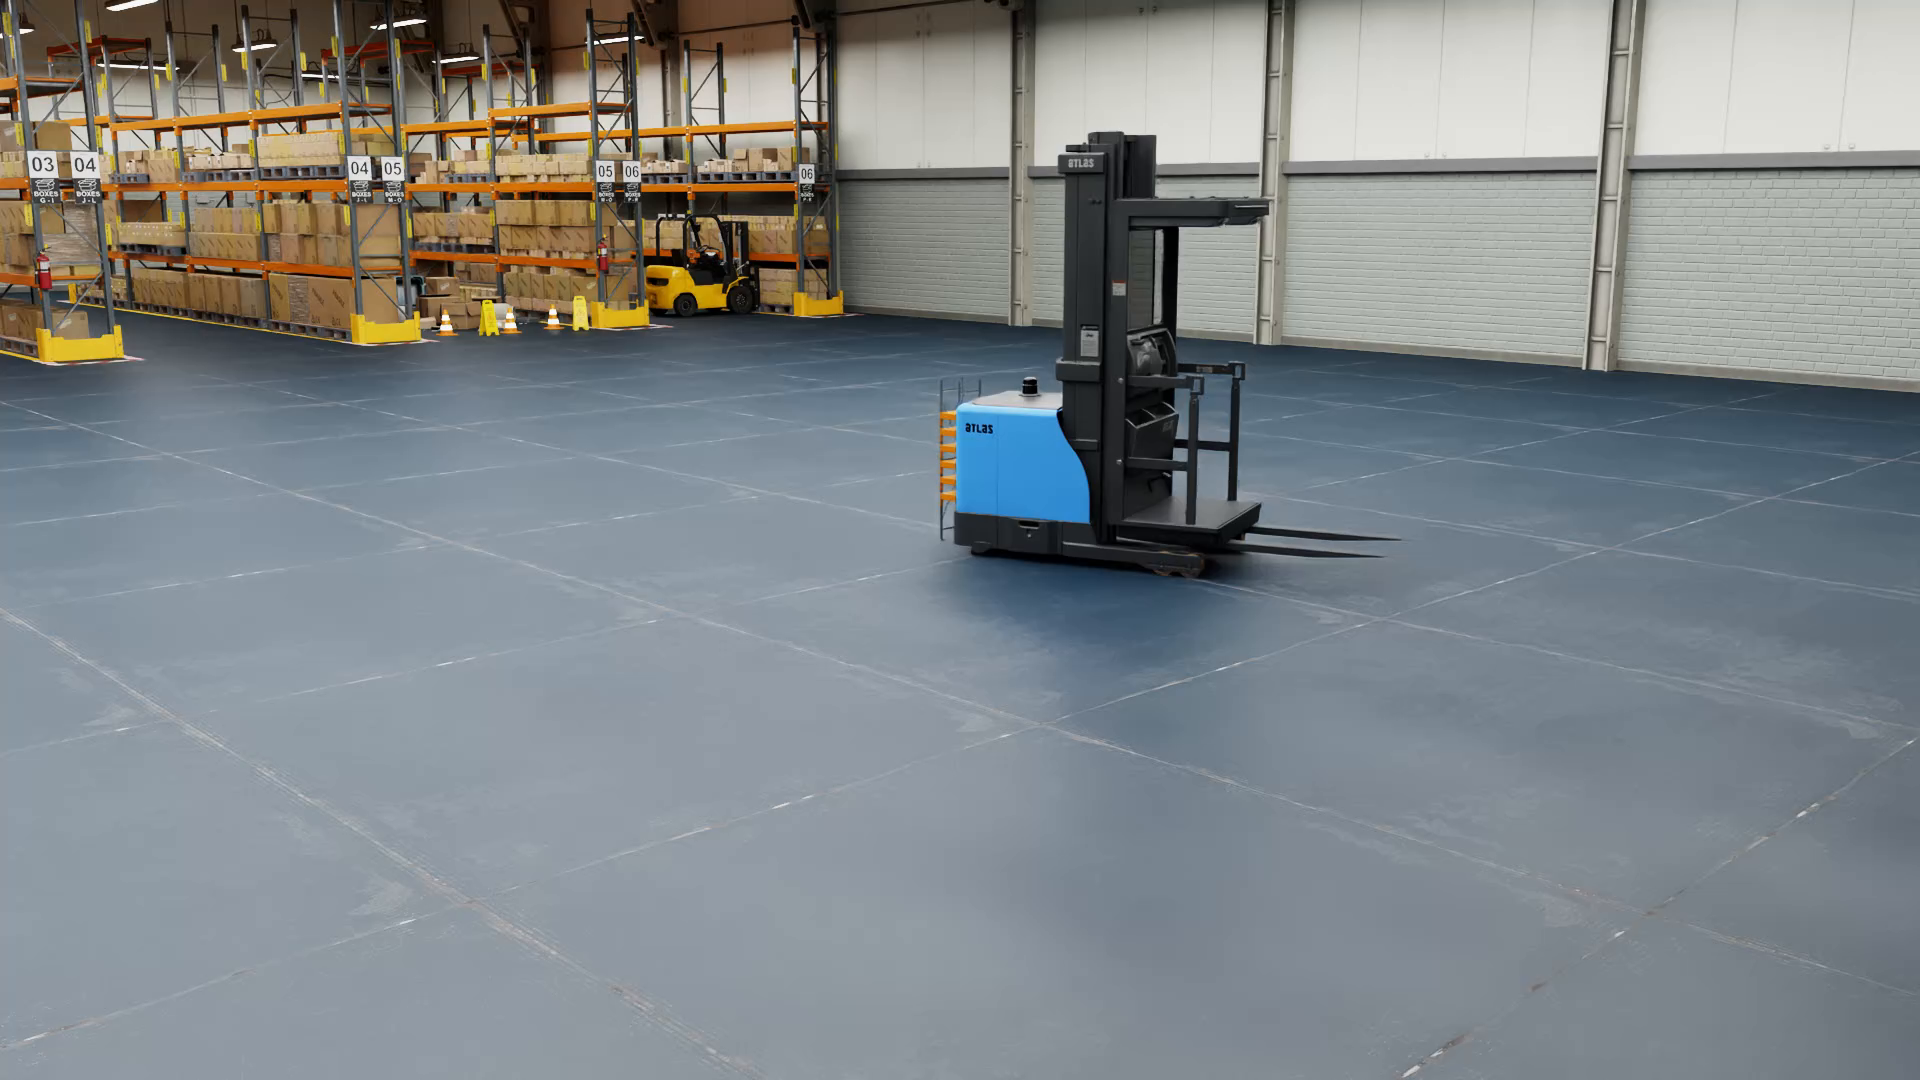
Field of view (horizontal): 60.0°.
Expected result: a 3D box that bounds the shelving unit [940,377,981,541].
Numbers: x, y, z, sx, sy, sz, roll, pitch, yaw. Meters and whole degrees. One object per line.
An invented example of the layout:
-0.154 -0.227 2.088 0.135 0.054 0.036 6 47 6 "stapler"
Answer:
0.003 -0.586 12.284 0.189 1.200 0.258 11 16 42 "shelving unit"

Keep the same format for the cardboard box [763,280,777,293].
-4.002 -5.608 36.732 0.500 0.250 0.500 -11 16 -43 "cardboard box"

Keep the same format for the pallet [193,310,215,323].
-15.234 -4.681 34.611 1.003 0.211 1.213 -11 16 -43 "pallet"

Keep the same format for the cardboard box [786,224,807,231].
-3.544 -6.780 36.032 0.380 0.149 0.250 -11 16 -42 "cardboard box"

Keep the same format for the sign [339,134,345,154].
-10.601 -6.796 28.531 0.100 0.325 0.005 -11 16 -43 "sign"

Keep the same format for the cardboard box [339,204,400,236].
-10.428 -5.667 29.437 0.875 0.550 0.550 -11 16 -43 "cardboard box"

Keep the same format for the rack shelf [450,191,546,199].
-12.770 -9.562 45.739 1.077 0.370 4.000 -11 16 -43 "rack shelf"

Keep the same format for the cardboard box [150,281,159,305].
-17.430 -5.442 36.544 0.500 0.500 0.500 -11 16 -42 "cardboard box"

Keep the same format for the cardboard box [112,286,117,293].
-19.327 -5.788 38.357 0.250 0.149 0.380 11 16 43 "cardboard box"

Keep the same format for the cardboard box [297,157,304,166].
-11.727 -6.830 30.029 0.380 0.149 0.250 -11 16 -42 "cardboard box"

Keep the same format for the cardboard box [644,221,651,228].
-7.403 -7.582 39.922 0.250 0.149 0.380 11 16 44 "cardboard box"

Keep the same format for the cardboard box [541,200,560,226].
-7.970 -6.573 33.420 0.700 0.500 0.500 -11 16 -43 "cardboard box"

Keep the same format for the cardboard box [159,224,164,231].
-16.747 -6.630 35.264 0.380 0.149 0.250 -10 15 -41 "cardboard box"

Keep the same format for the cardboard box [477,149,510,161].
-9.944 -8.207 35.469 0.500 0.250 0.500 -10 16 -41 "cardboard box"

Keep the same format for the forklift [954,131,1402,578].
1.515 -1.301 11.461 3.031 2.935 1.130 5 13 25 "forklift"

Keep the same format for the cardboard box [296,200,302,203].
-16.653 -8.579 42.284 0.250 0.149 0.380 11 16 44 "cardboard box"

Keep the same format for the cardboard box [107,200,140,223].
-19.006 -7.472 37.782 0.500 0.500 0.500 11 16 43 "cardboard box"

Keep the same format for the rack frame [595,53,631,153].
-8.626 -10.508 41.113 1.000 3.000 0.127 -11 16 -43 "rack frame"

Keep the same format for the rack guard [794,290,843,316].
-3.085 -5.174 36.287 1.175 0.500 0.348 -11 16 -43 "rack guard"

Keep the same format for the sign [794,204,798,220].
-3.504 -7.012 35.554 0.100 0.325 0.005 -11 16 -43 "sign"

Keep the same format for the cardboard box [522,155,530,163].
-8.723 -7.794 34.020 0.250 0.149 0.380 11 16 43 "cardboard box"

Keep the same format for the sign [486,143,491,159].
-9.850 -8.131 34.753 0.100 0.325 0.005 -11 16 -43 "sign"

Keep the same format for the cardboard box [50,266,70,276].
-14.203 -4.219 26.077 0.380 0.149 0.250 -11 16 -43 "cardboard box"

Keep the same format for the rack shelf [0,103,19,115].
-18.000 -7.595 29.747 1.077 0.370 4.000 -11 16 -43 "rack shelf"

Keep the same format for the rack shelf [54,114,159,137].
-19.867 -9.633 38.657 1.077 0.370 4.000 -11 16 -43 "rack shelf"

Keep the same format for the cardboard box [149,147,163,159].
-17.094 -8.273 35.557 0.396 0.266 0.258 -11 16 -43 "cardboard box"

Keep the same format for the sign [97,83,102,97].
-20.833 -10.888 40.252 0.100 0.325 0.005 -11 16 -43 "sign"

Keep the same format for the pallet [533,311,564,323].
-8.115 -4.657 34.490 1.003 0.211 1.213 -11 16 -43 "pallet"

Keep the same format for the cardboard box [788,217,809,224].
-3.501 -6.937 36.057 0.380 0.149 0.250 -11 16 -42 "cardboard box"

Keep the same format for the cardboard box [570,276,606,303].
-7.431 -5.017 33.242 0.500 0.500 0.500 -11 16 -42 "cardboard box"

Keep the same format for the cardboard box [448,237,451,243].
-11.176 -6.691 37.037 0.380 0.149 0.250 -10 15 -40 "cardboard box"

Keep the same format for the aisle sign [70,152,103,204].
-13.597 -5.635 25.886 0.394 0.787 0.004 -11 16 -43 "aisle sign"

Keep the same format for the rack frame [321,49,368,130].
-14.976 -10.399 40.587 1.000 3.000 0.127 -11 16 -43 "rack frame"

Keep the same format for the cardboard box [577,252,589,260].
-7.357 -5.633 32.942 0.380 0.149 0.250 -11 16 -43 "cardboard box"

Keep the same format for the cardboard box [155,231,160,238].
-16.936 -6.523 35.484 0.380 0.149 0.250 -11 16 -42 "cardboard box"

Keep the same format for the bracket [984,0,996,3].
0.670 -10.466 31.990 0.235 0.232 0.430 -11 16 -43 "bracket"

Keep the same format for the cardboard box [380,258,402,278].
-13.243 -6.285 39.711 0.875 0.875 0.875 -11 16 -42 "cardboard box"

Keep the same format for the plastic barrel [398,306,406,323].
-11.069 -4.375 32.600 0.512 0.421 0.421 -1 12 -4 "plastic barrel"

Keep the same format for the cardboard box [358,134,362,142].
-10.549 -7.164 29.673 0.380 0.149 0.250 -11 16 -43 "cardboard box"

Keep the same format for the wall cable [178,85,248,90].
-21.324 -11.878 47.766 2.355 3.000 0.029 -11 16 -43 "wall cable"

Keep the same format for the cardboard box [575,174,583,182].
-7.333 -7.101 32.632 0.380 0.149 0.250 -11 16 -42 "cardboard box"

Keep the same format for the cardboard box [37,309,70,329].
-14.713 -3.486 27.053 0.500 0.500 0.500 -6 13 -28 "cardboard box"

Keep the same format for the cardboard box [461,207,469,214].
-10.625 -7.183 36.209 0.250 0.149 0.380 11 16 43 "cardboard box"

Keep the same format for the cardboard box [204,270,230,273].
-16.025 -5.656 35.726 0.500 0.250 0.500 11 16 43 "cardboard box"

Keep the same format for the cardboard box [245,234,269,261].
-13.515 -5.677 32.284 0.500 0.500 0.500 -11 16 -43 "cardboard box"

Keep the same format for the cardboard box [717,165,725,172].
-5.243 -8.367 37.488 0.380 0.149 0.250 -10 15 -41 "cardboard box"

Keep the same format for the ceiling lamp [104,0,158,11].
-14.533 -11.074 29.397 0.800 3.185 2.000 -11 16 -43 "ceiling lamp"

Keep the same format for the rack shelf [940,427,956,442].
0.003 -0.778 12.244 0.180 0.103 0.258 11 16 42 "rack shelf"

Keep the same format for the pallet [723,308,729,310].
-5.345 -5.498 38.575 1.003 0.211 1.213 -11 16 -43 "pallet"

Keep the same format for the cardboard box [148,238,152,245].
-17.279 -6.451 35.873 0.380 0.149 0.250 -10 15 -41 "cardboard box"

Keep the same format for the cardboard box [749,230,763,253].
-4.337 -6.638 36.949 0.500 0.500 0.500 -11 16 -44 "cardboard box"

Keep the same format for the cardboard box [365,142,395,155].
-10.347 -6.907 29.418 0.500 0.250 0.500 -11 16 -43 "cardboard box"

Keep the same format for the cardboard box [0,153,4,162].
-15.167 -6.108 26.573 0.250 0.149 0.380 11 16 42 "cardboard box"
